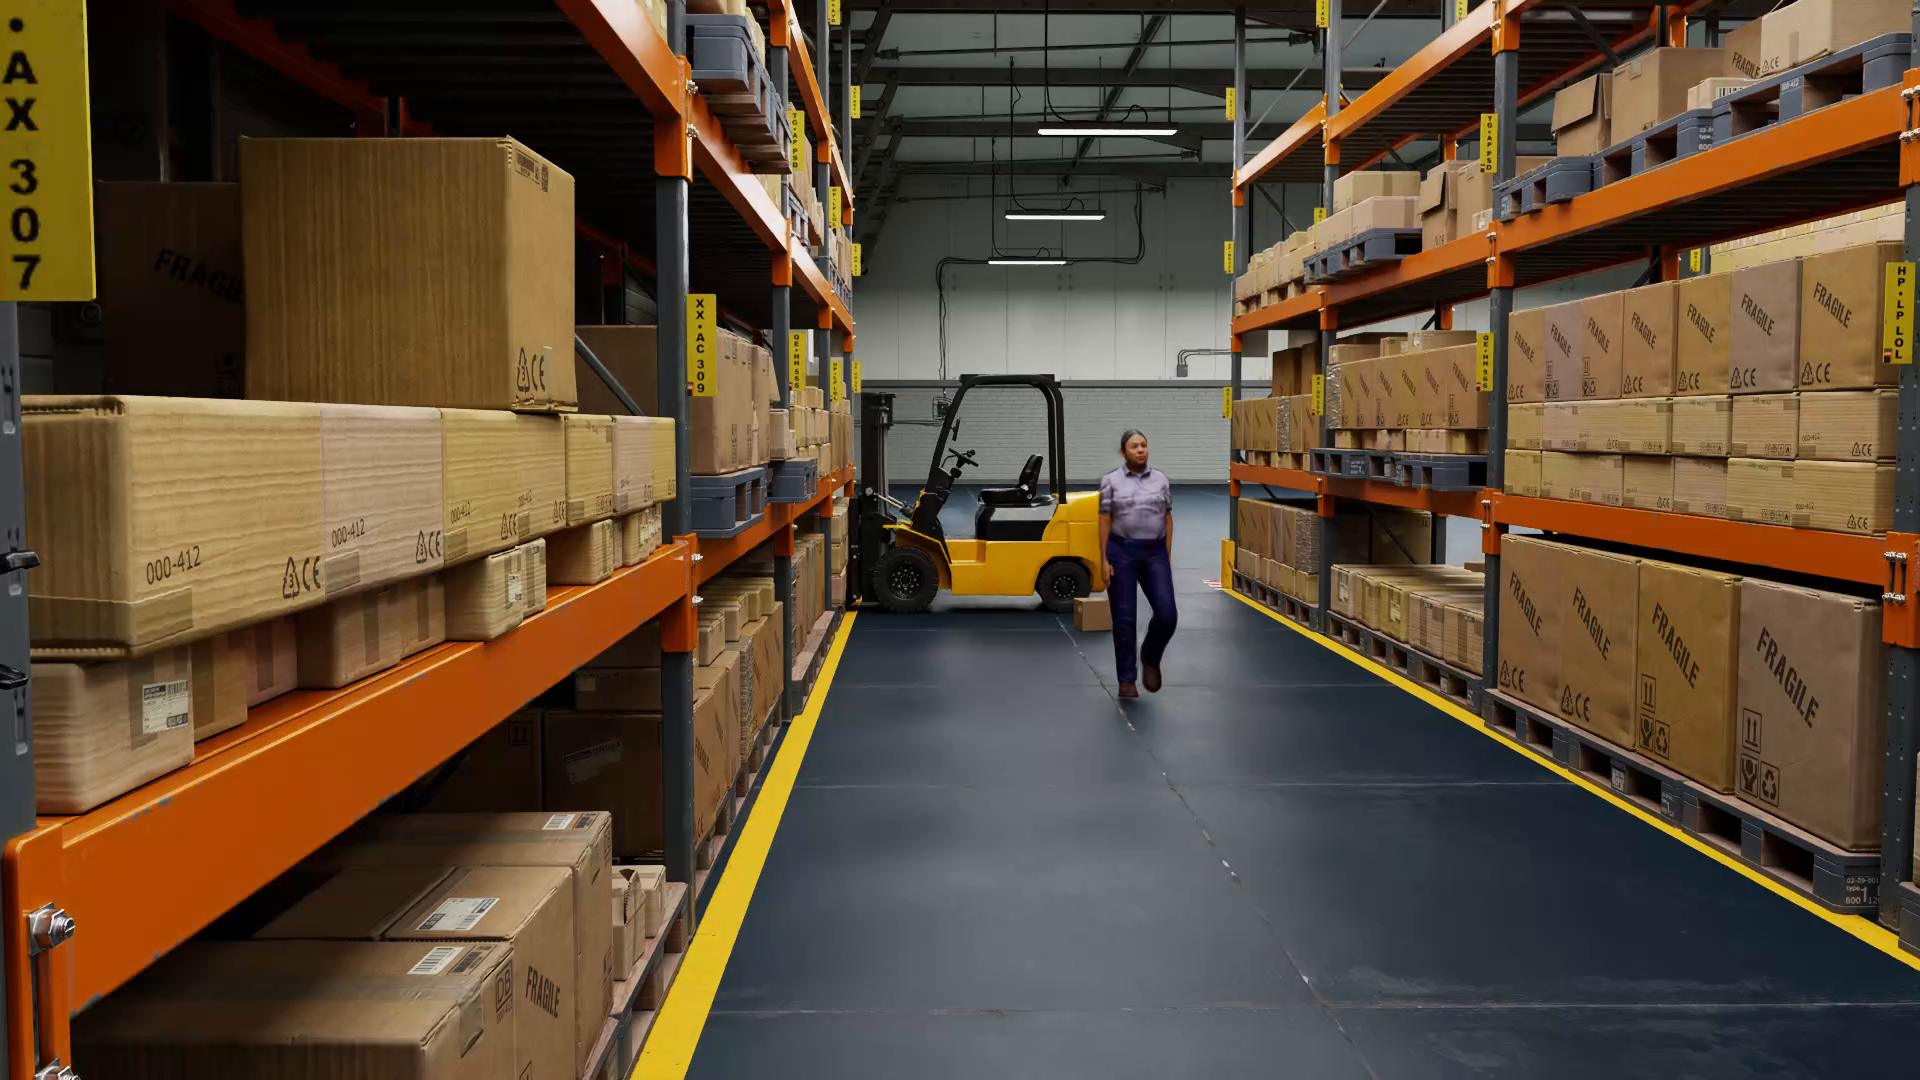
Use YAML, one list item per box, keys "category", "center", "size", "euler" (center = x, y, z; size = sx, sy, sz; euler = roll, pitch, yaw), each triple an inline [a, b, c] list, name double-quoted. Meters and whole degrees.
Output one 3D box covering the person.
- category: "person"
  center: [1.090, 0.137, 10.230]
  size: [0.477, 1.639, 0.465]
  euler: [0, 4, -5]
